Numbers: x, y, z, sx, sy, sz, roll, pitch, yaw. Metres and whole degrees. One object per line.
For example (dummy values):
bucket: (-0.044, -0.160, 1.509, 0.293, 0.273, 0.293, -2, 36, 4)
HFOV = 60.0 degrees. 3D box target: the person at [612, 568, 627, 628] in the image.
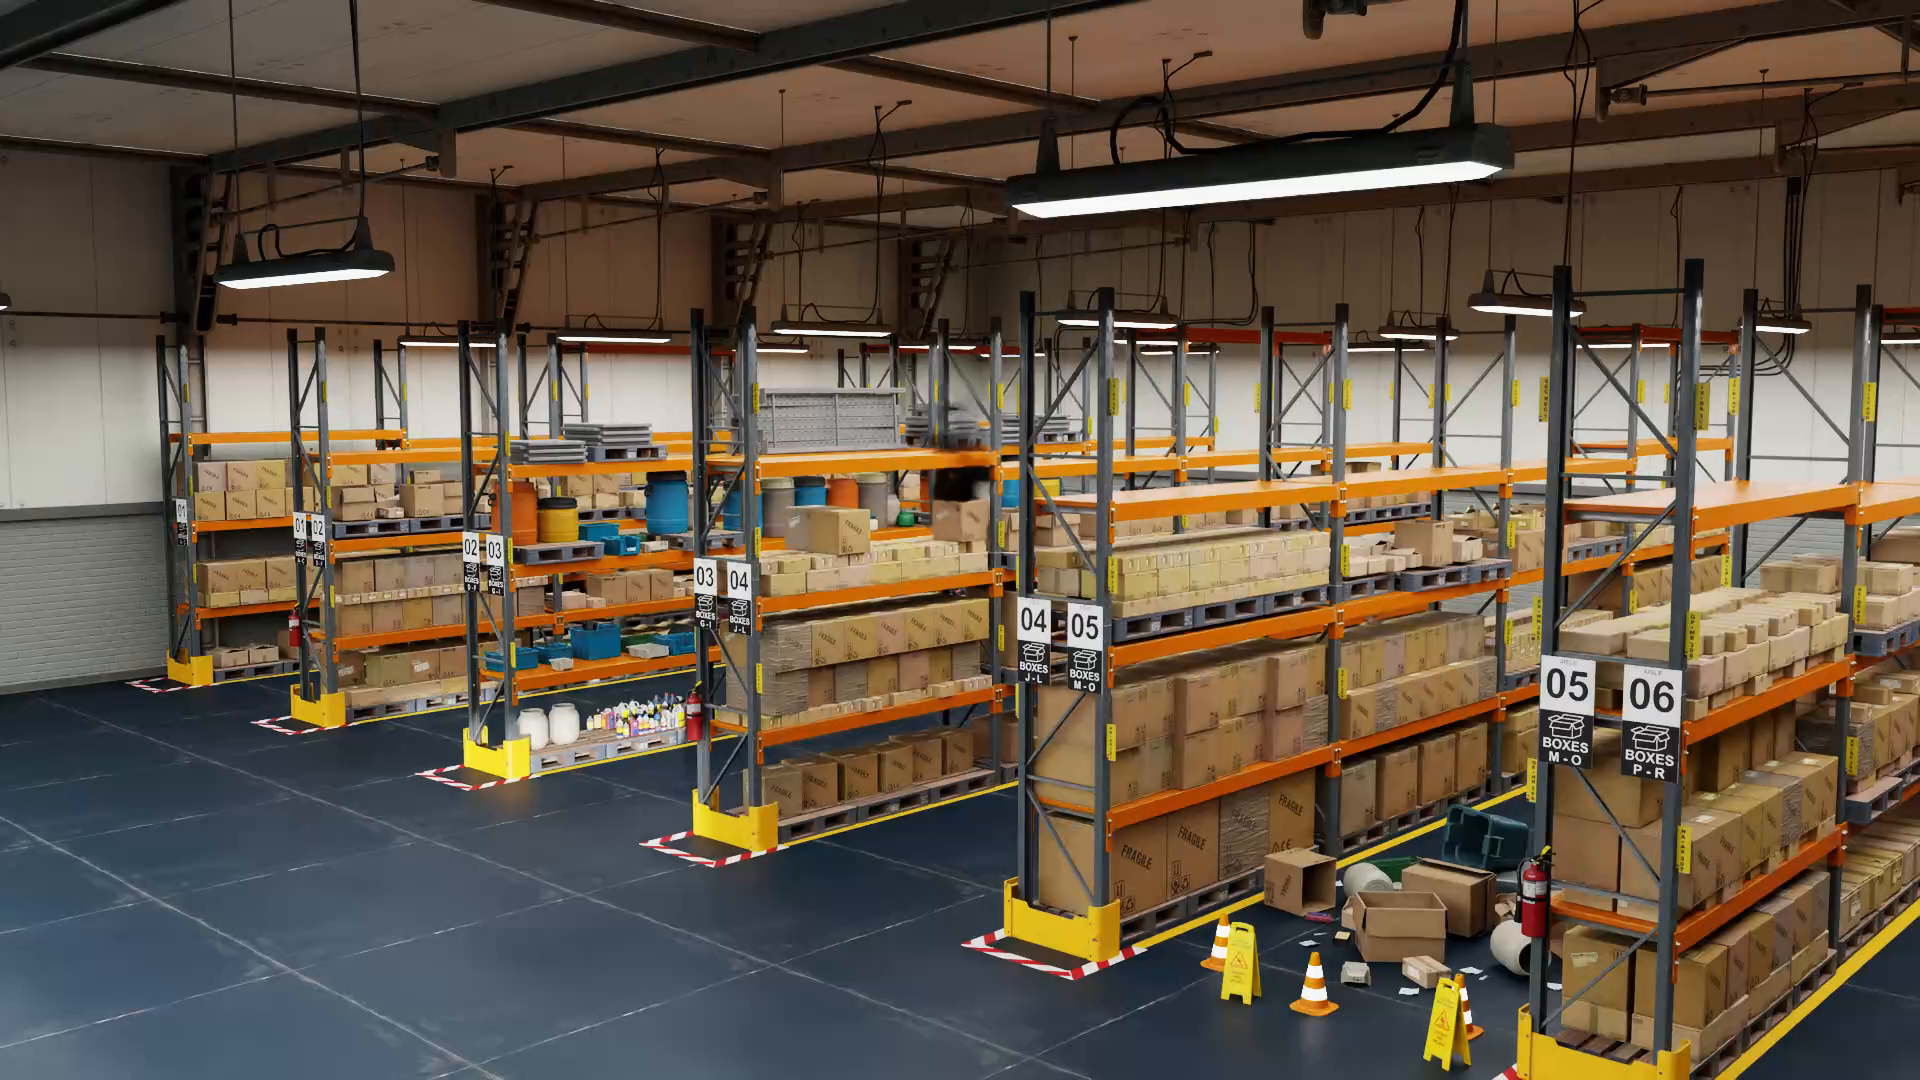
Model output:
person: (-6.444, 1.372, 31.546, 0.593, 1.753, 0.755, 5, 7, 42)

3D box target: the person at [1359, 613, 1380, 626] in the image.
person: (6.270, 1.883, 25.471, 0.672, 1.755, 0.953, 4, 7, 36)
